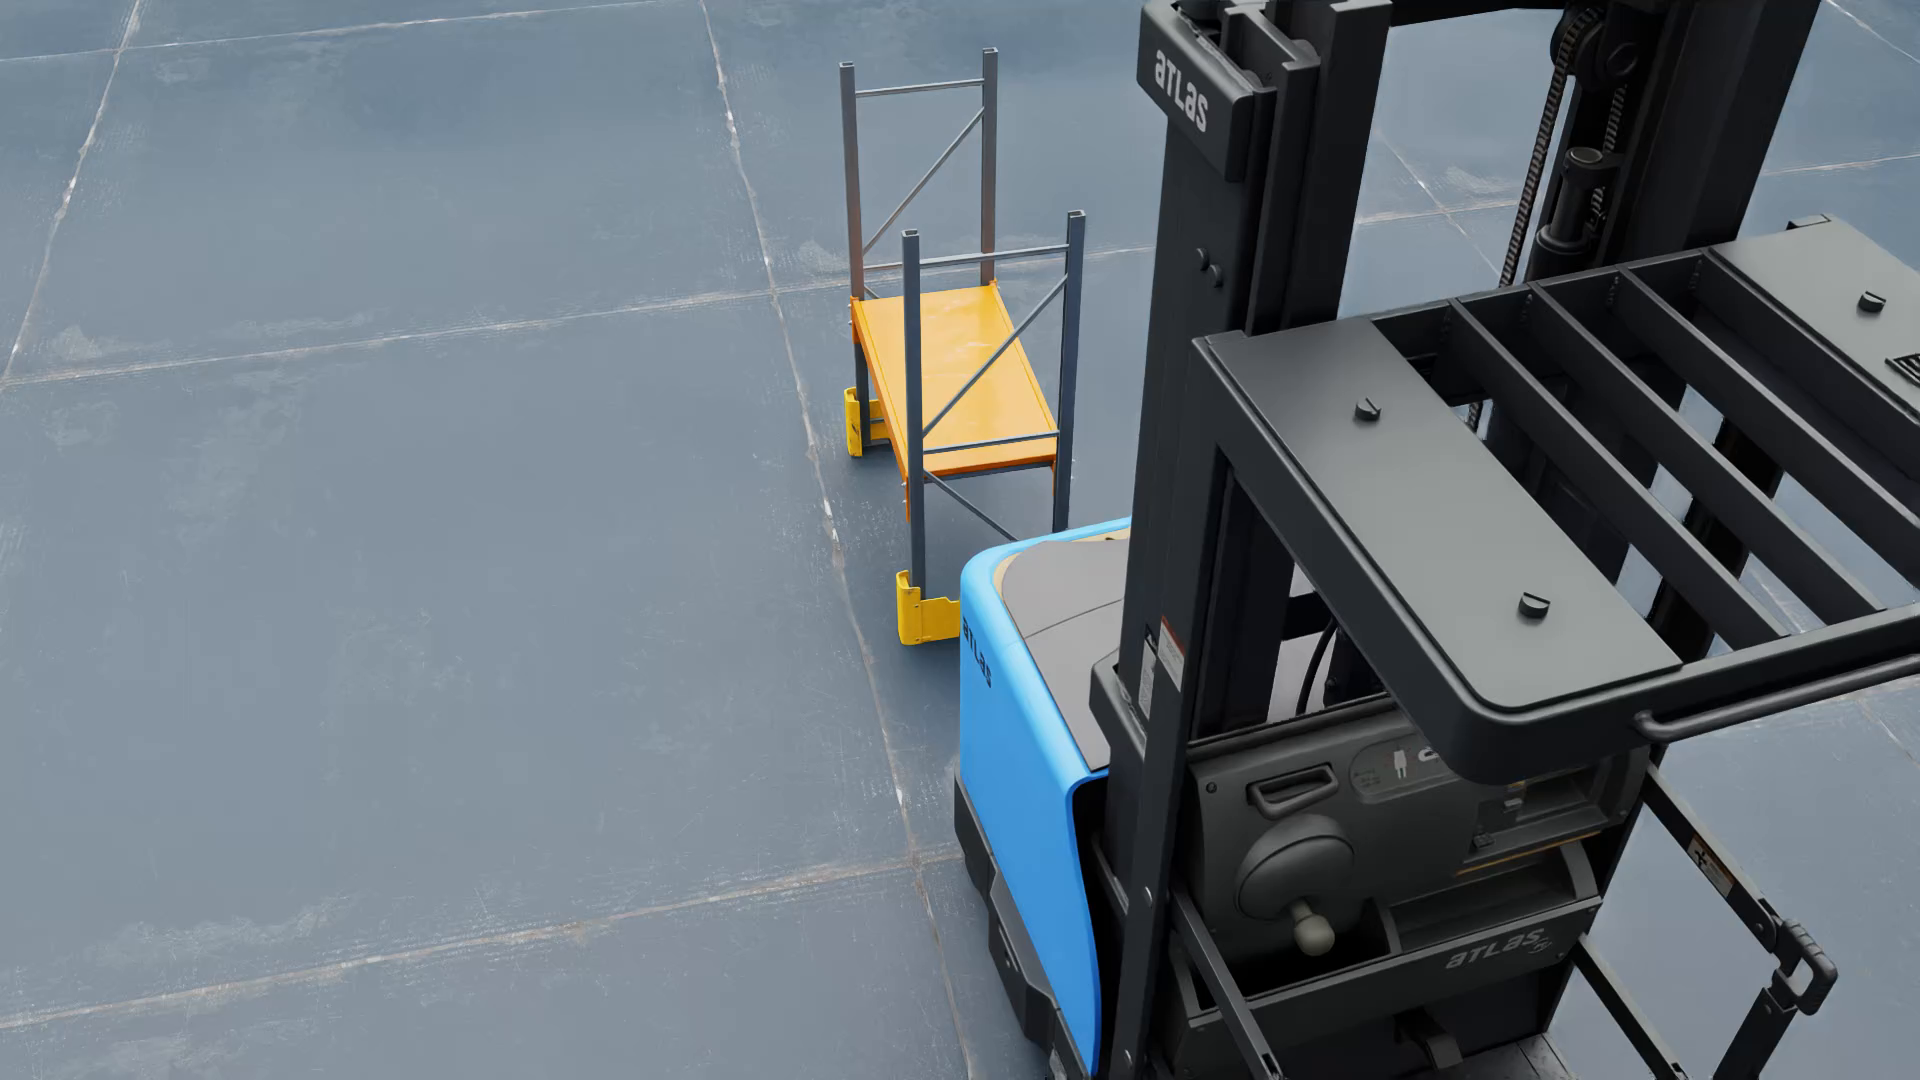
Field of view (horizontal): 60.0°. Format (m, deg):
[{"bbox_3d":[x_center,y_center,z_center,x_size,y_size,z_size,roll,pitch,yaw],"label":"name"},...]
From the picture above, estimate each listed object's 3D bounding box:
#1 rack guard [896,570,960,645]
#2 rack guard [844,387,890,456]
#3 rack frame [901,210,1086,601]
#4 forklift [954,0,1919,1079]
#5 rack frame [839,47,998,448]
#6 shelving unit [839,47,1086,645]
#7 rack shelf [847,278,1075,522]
[{"bbox_3d":[0.091,0.180,5.359,0.587,0.250,0.087,-8,42,-9],"label":"rack guard"},{"bbox_3d":[-0.124,-0.466,6.086,0.587,0.250,0.087,-8,42,-9],"label":"rack guard"},{"bbox_3d":[0.091,-0.287,4.943,0.500,1.500,0.032,-8,42,-9],"label":"rack frame"},{"bbox_3d":[0.932,0.566,2.904,1.130,2.935,3.031,-12,43,-14],"label":"forklift"},{"bbox_3d":[-0.128,-0.946,5.686,0.500,1.500,0.032,-8,42,-9],"label":"rack frame"},{"bbox_3d":[-0.016,-0.610,5.308,0.587,1.500,1.083,-8,42,-9],"label":"shelving unit"},{"bbox_3d":[-0.018,-0.482,5.434,0.538,0.185,1.000,-8,42,-9],"label":"rack shelf"}]
